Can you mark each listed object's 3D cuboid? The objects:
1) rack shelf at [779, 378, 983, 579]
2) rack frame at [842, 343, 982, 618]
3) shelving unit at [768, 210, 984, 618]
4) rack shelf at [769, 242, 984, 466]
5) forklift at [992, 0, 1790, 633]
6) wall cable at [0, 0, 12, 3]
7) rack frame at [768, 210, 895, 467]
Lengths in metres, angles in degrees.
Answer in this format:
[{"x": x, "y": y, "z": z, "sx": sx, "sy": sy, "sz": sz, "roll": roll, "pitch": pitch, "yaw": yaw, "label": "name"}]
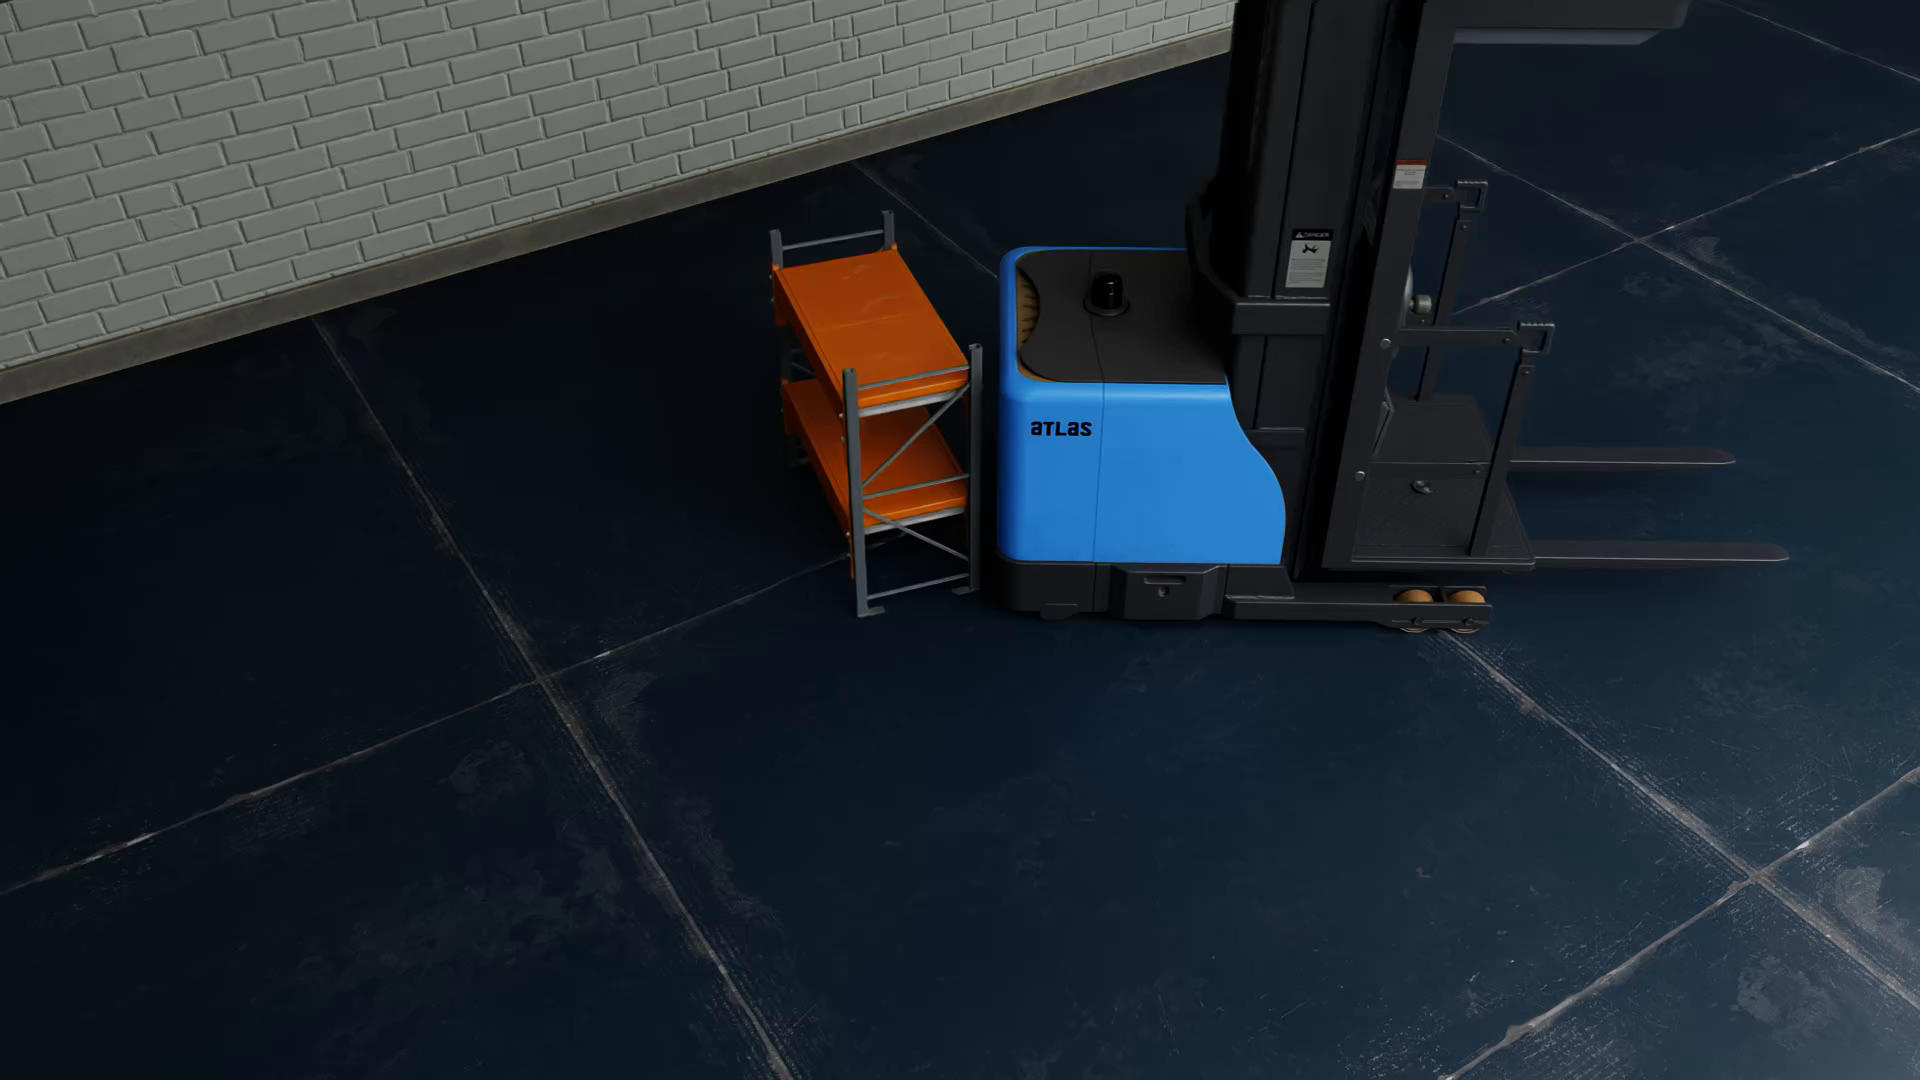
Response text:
[{"x": -0.332, "y": -0.314, "z": 6.630, "sx": 0.538, "sy": 0.278, "sz": 1.000, "roll": -13, "pitch": 41, "yaw": -15, "label": "rack shelf"}, {"x": -0.163, "y": -0.195, "z": 6.105, "sx": 0.500, "sy": 1.125, "sz": 0.032, "roll": -13, "pitch": 41, "yaw": -15, "label": "rack frame"}, {"x": -0.332, "y": -0.502, "z": 6.474, "sx": 0.538, "sy": 1.125, "sz": 1.048, "roll": -13, "pitch": 41, "yaw": -15, "label": "shelving unit"}, {"x": -0.332, "y": -0.727, "z": 6.286, "sx": 0.538, "sy": 0.278, "sz": 1.000, "roll": -13, "pitch": 41, "yaw": -15, "label": "rack shelf"}, {"x": 1.647, "y": -1.117, "z": 5.801, "sx": 3.031, "sy": 2.935, "sz": 1.130, "roll": 1, "pitch": 40, "yaw": 1, "label": "forklift"}, {"x": -4.812, "y": -2.652, "z": 5.329, "sx": 3.097, "sy": 2.526, "sz": 0.112, "roll": -22, "pitch": 45, "yaw": -24, "label": "wall cable"}, {"x": -0.500, "y": -0.809, "z": 6.842, "sx": 0.500, "sy": 1.125, "sz": 0.032, "roll": -13, "pitch": 41, "yaw": -15, "label": "rack frame"}]
